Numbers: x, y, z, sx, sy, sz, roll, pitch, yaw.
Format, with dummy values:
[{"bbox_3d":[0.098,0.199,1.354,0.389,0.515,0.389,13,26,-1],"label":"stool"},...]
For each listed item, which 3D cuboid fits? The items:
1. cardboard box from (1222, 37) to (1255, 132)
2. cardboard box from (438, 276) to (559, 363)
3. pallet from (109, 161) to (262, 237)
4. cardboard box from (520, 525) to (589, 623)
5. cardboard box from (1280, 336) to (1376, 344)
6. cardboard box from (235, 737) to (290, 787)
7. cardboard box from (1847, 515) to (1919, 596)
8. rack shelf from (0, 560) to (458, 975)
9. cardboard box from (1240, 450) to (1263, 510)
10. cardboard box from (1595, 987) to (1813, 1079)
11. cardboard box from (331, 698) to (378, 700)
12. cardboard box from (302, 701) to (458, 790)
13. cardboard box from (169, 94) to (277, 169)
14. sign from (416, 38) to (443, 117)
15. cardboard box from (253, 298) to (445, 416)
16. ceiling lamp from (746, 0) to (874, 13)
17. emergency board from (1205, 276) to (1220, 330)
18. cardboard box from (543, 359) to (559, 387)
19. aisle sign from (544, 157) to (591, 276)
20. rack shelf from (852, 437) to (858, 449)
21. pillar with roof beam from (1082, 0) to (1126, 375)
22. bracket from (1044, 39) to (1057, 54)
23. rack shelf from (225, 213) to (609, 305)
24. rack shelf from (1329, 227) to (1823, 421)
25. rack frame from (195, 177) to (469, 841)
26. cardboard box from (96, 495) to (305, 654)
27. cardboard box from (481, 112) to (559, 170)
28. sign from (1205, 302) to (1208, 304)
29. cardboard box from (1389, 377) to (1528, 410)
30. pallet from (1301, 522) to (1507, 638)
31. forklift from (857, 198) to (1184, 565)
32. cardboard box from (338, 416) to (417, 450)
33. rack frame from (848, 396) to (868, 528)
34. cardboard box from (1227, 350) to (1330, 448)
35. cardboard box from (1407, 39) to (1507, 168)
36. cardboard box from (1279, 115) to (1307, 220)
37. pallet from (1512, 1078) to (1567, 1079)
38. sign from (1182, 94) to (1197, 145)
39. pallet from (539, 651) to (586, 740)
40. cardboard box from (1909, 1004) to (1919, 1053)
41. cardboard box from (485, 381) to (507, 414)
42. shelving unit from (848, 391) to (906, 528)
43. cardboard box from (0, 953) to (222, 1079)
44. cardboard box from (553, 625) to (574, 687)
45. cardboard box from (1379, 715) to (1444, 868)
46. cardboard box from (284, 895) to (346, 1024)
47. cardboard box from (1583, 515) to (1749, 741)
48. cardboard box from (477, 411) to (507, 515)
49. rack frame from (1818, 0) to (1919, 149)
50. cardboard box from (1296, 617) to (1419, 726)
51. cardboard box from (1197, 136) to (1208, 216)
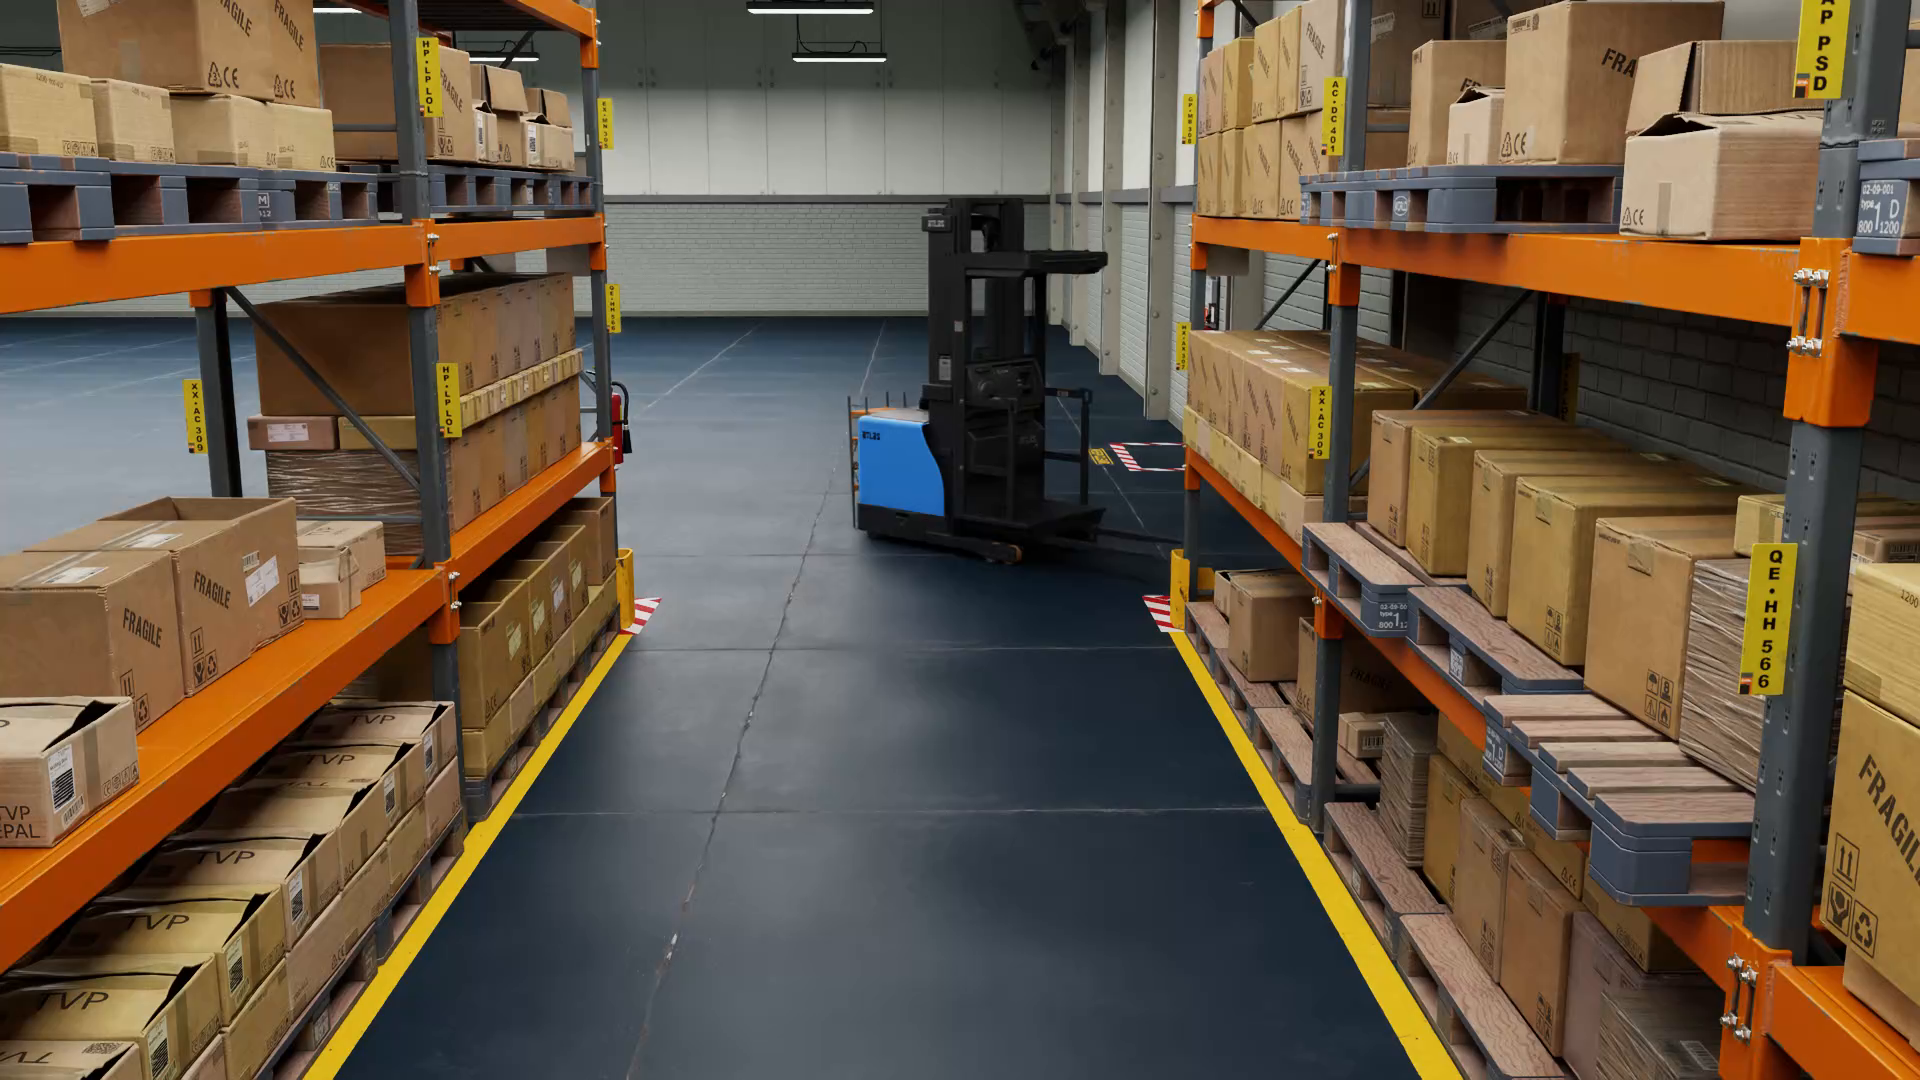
[{"bbox_3d":[1.817,-2.638,9.658,0.500,0.500,0.500,0,11,0],"label":"cardboard box"},{"bbox_3d":[-2.868,-1.355,10.177,0.700,0.500,0.500,-1,11,-3],"label":"cardboard box"},{"bbox_3d":[-2.846,-1.022,4.982,1.003,0.211,1.213,0,11,1],"label":"pallet"},{"bbox_3d":[-2.538,0.201,9.999,0.500,0.500,0.500,0,11,-1],"label":"cardboard box"},{"bbox_3d":[2.293,-1.010,10.432,0.500,0.500,0.500,0,11,0],"label":"cardboard box"},{"bbox_3d":[-3.035,0.967,6.697,0.500,0.311,0.500,0,11,-2],"label":"cardboard box"},{"bbox_3d":[2.199,0.041,3.825,0.380,0.149,0.250,-2,12,-9],"label":"cardboard box"},{"bbox_3d":[-2.758,0.668,5.533,1.077,0.370,4.000,0,11,-1],"label":"rack shelf"},{"bbox_3d":[1.812,-0.332,8.977,0.500,0.250,0.500,0,11,-1],"label":"cardboard box"},{"bbox_3d":[2.169,1.558,4.515,0.700,0.500,0.500,0,11,0],"label":"cardboard box"},{"bbox_3d":[-3.028,0.869,8.593,0.500,0.250,0.500,0,11,-1],"label":"cardboard box"},{"bbox_3d":[-2.504,0.864,7.206,0.500,0.311,0.500,0,11,-1],"label":"cardboard box"},{"bbox_3d":[-2.782,-1.453,5.954,0.500,0.250,0.500,-1,12,-7],"label":"cardboard box"},{"bbox_3d":[-2.257,-1.964,7.061,0.100,0.325,0.005,0,11,-1],"label":"sign"},{"bbox_3d":[-2.815,-0.855,7.717,0.700,0.500,0.500,0,11,-1],"label":"cardboard box"},{"bbox_3d":[-2.362,-9.928,26.182,2.000,3.185,0.800,0,11,-1],"label":"ceiling lamp"},{"bbox_3d":[2.813,-2.447,19.077,0.194,1.169,0.643,0,11,-1],"label":"emergency board"},{"bbox_3d":[-2.669,-1.016,10.142,0.380,0.149,0.250,0,11,0],"label":"cardboard box"},{"bbox_3d":[-2.590,-2.166,11.153,0.394,0.787,0.004,0,11,-1],"label":"aisle sign"},{"bbox_3d":[-0.736,-0.880,15.064,0.258,0.148,0.480,7,13,42],"label":"rack shelf"},{"bbox_3d":[-1.726,-7.264,27.730,9.100,9.000,0.548,0,11,-1],"label":"pillar with roof beam"},{"bbox_3d":[2.037,-10.835,36.278,0.076,0.066,4.783,0,11,-1],"label":"bracket"},{"bbox_3d":[-2.841,-1.598,9.154,1.077,0.370,4.000,0,11,-1],"label":"rack shelf"},{"bbox_3d":[2.194,-0.824,5.339,1.077,0.370,4.000,0,11,-1],"label":"rack shelf"},{"bbox_3d":[-2.799,-0.083,7.421,1.000,3.000,0.127,0,11,-1],"label":"rack frame"},{"bbox_3d":[-2.789,0.126,6.143,0.500,0.500,0.500,1,11,3],"label":"cardboard box"},{"bbox_3d":[-2.583,-2.240,9.328,0.500,0.311,0.500,1,12,6],"label":"cardboard box"},{"bbox_3d":[2.896,-2.834,19.560,0.001,0.109,0.331,0,11,-1],"label":"sign"},{"bbox_3d":[2.352,-0.502,7.929,0.500,0.500,0.500,-1,11,-2],"label":"cardboard box"},{"bbox_3d":[2.023,0.143,6.793,1.003,0.211,1.213,0,11,-1],"label":"pallet"},{"bbox_3d":[0.537,-1.347,13.826,3.031,2.935,1.130,10,15,40],"label":"forklift"},{"bbox_3d":[-2.611,-0.504,7.614,0.380,0.149,0.250,0,11,-1],"label":"cardboard box"},{"bbox_3d":[-0.895,-0.690,14.913,0.240,1.200,0.015,7,13,42],"label":"rack frame"},{"bbox_3d":[1.807,-0.803,9.413,0.500,0.500,0.500,0,11,1],"label":"cardboard box"},{"bbox_3d":[2.084,-1.719,6.638,0.500,0.500,0.500,1,12,7],"label":"cardboard box"},{"bbox_3d":[1.898,-1.832,8.201,0.500,0.500,0.500,-1,12,-6],"label":"cardboard box"},{"bbox_3d":[2.221,1.903,4.649,1.003,0.211,1.213,0,11,-1],"label":"pallet"},{"bbox_3d":[1.528,-2.795,11.048,0.100,0.325,0.005,0,11,-1],"label":"sign"},{"bbox_3d":[-2.802,0.883,9.677,1.003,0.211,1.213,0,11,-1],"label":"pallet"},{"bbox_3d":[2.007,0.921,3.055,0.380,0.149,0.250,0,11,0],"label":"cardboard box"},{"bbox_3d":[-2.642,-0.760,8.877,0.380,0.149,0.250,-1,11,-3],"label":"cardboard box"},{"bbox_3d":[-0.731,-0.726,15.090,0.258,1.200,0.503,7,13,42],"label":"shelving unit"},{"bbox_3d":[-2.453,1.370,4.712,0.500,0.311,0.500,-1,11,-3],"label":"cardboard box"},{"bbox_3d":[-2.533,0.668,9.583,0.500,0.250,0.500,0,11,-1],"label":"cardboard box"},{"bbox_3d":[2.185,1.052,7.009,0.700,0.500,0.500,0,11,1],"label":"cardboard box"},{"bbox_3d":[-2.472,1.444,5.757,0.500,0.250,0.500,0,11,0],"label":"cardboard box"},{"bbox_3d":[2.177,0.223,4.560,0.700,0.500,0.500,-1,12,-7],"label":"cardboard box"},{"bbox_3d":[-2.839,-0.424,8.854,0.700,0.500,0.500,0,11,0],"label":"cardboard box"},{"bbox_3d":[2.236,-2.249,3.010,1.000,3.000,0.127,0,11,-1],"label":"rack frame"},{"bbox_3d":[2.092,0.700,8.746,0.500,0.500,0.500,-1,12,-5],"label":"cardboard box"},{"bbox_3d":[1.827,-2.360,10.802,0.500,0.500,0.500,0,11,0],"label":"cardboard box"}]
